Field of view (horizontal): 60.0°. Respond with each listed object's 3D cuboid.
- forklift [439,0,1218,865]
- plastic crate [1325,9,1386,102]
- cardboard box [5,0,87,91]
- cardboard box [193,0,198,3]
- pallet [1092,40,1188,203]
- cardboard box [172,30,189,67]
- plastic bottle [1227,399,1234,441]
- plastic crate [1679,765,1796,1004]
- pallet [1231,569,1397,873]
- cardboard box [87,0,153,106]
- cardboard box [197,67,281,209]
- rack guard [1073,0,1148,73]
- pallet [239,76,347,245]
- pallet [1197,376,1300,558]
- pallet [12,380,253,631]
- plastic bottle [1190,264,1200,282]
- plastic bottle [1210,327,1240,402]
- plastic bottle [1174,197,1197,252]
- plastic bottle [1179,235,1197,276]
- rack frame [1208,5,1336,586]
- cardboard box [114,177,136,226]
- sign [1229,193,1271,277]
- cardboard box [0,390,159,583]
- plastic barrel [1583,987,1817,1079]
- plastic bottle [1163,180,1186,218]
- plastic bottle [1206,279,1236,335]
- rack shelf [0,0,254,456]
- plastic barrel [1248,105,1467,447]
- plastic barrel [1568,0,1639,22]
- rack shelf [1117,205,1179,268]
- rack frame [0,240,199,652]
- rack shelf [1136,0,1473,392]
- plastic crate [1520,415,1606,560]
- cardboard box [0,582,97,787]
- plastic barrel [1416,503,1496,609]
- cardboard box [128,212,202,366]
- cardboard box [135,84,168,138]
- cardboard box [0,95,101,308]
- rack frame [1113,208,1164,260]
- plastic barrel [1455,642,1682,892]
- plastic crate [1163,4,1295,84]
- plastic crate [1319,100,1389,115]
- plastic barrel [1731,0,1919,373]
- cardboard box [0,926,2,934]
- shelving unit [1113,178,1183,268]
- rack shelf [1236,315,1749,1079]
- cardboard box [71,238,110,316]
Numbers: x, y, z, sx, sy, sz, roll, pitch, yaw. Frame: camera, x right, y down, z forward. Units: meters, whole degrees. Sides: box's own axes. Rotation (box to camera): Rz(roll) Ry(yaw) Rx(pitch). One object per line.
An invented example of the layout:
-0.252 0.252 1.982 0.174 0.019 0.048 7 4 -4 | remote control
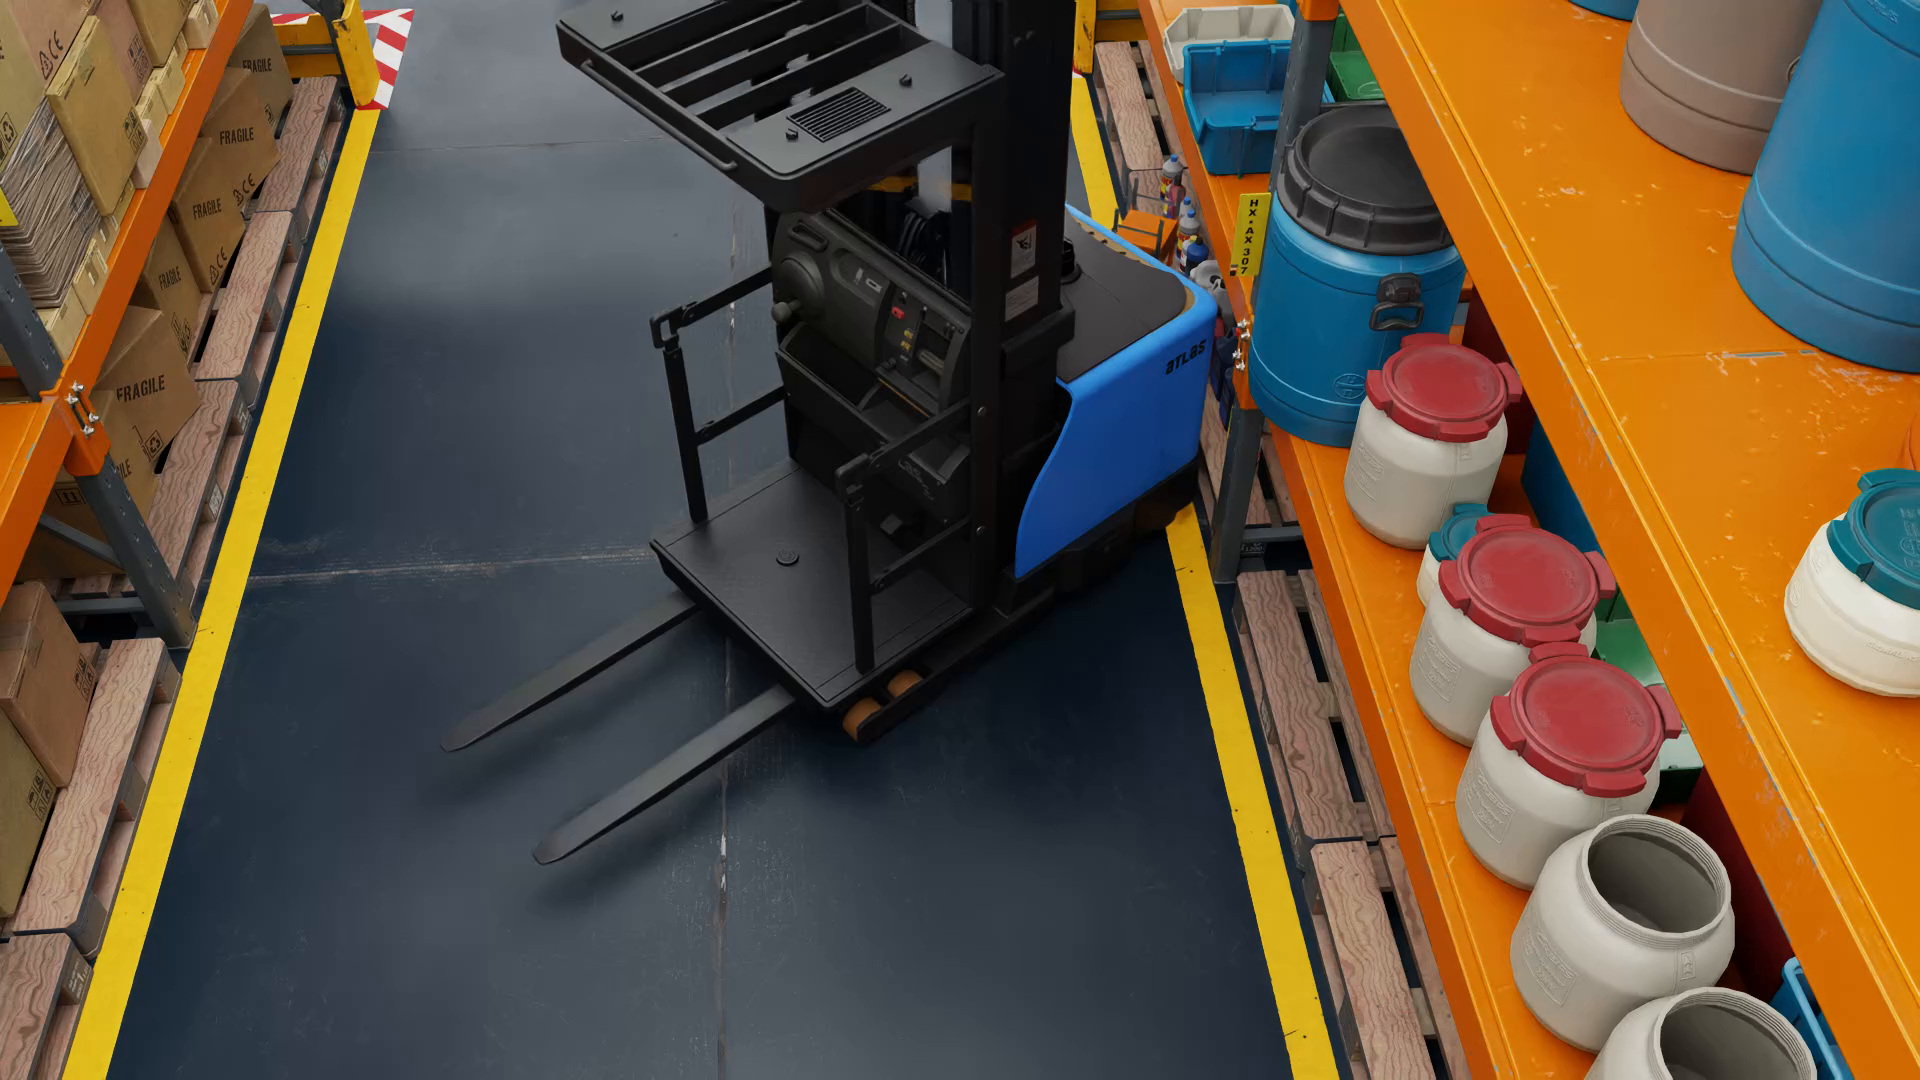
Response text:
-0.465 -0.705 5.399 3.031 2.935 1.130 -33 55 -27 | forklift
1.663 -1.852 6.584 0.450 0.188 0.662 -3 47 -3 | plastic crate
-3.268 -1.808 5.434 0.500 0.500 0.500 -3 47 -3 | cardboard box
-3.596 -2.537 6.813 0.875 0.500 0.500 -3 47 -3 | cardboard box
1.277 -2.220 8.707 1.003 0.211 1.213 -3 47 -3 | pallet
-3.363 -1.974 6.727 0.380 0.149 0.250 -3 47 -3 | cardboard box
1.127 -0.471 6.698 0.061 0.283 0.133 -1 47 -1 | plastic bottle
2.000 0.759 3.921 0.402 0.464 0.583 -3 47 -3 | plastic crate
1.600 0.599 6.037 1.003 0.211 1.213 -3 47 -3 | pallet
-3.565 -1.810 6.124 0.875 0.500 0.500 -3 47 -3 | cardboard box
-3.655 -1.920 7.935 0.500 0.500 0.500 8 47 7 | cardboard box
1.214 -2.908 9.160 1.175 0.500 0.348 -3 47 -3 | rack guard
-3.736 -1.915 8.418 1.003 0.211 1.213 -3 47 -3 | pallet
1.481 -0.455 7.035 1.003 0.211 1.213 -3 47 -3 | pallet
-3.531 -0.149 6.746 1.003 0.211 1.213 -3 47 -3 | pallet
1.065 -1.137 7.385 0.097 0.201 0.097 0 47 0 | plastic bottle
1.139 -0.753 6.919 0.144 0.351 0.185 -6 47 -5 | plastic bottle
1.031 -1.454 7.637 0.097 0.271 0.097 0 47 0 | plastic bottle
1.047 -1.286 7.526 0.097 0.201 0.097 0 47 0 | plastic bottle
1.496 -0.925 5.560 1.000 3.000 0.127 -3 47 -3 | rack frame
-3.245 -1.253 6.044 0.380 0.149 0.250 -3 47 -3 | cardboard box
0.947 -0.995 5.436 0.100 0.325 0.005 -3 47 -3 | sign
-3.433 -0.201 6.307 0.500 0.500 0.500 -5 47 -5 | cardboard box
1.532 1.199 3.472 0.421 0.512 0.421 0 47 0 | plastic barrel
1.011 -1.603 7.826 0.097 0.201 0.097 0 47 0 | plastic bottle
1.112 -0.987 7.140 0.144 0.351 0.185 -4 47 -4 | plastic bottle
-3.607 -1.824 6.907 1.077 0.370 4.000 -3 47 -3 | rack shelf
1.226 -0.800 5.096 0.600 0.901 0.708 -3 47 -3 | plastic barrel
1.755 -1.774 3.953 0.600 0.901 0.708 -3 47 -3 | plastic barrel
0.739 -1.166 6.745 0.215 0.259 0.240 17 46 15 | rack shelf
-3.440 -0.624 5.275 1.000 3.000 0.127 -3 47 -3 | rack frame
1.328 -2.125 7.192 1.077 0.370 4.000 -3 47 -3 | rack shelf
1.898 -0.141 4.828 0.392 0.384 0.575 -3 47 -3 | plastic crate
-3.410 0.529 5.601 0.700 0.500 0.500 -7 47 -6 | cardboard box
1.454 0.089 4.695 0.301 0.262 0.301 0 47 0 | plastic barrel
-3.619 -1.059 7.120 0.500 0.500 0.500 -7 47 -7 | cardboard box
-3.287 -1.615 6.386 0.380 0.149 0.250 -3 47 -3 | cardboard box
-3.416 -1.090 5.443 0.875 0.500 0.500 -3 47 -3 | cardboard box
0.684 -0.893 6.854 0.200 1.050 0.008 17 46 15 | rack frame
1.455 0.577 4.044 0.433 0.535 0.433 0 47 0 | plastic barrel
1.107 -1.994 6.754 0.530 0.136 0.437 -3 47 -3 | plastic crate
1.579 -1.291 5.949 0.767 0.338 0.504 -3 47 -3 | plastic crate
1.864 -0.828 3.057 0.600 0.901 0.708 -3 47 -3 | plastic barrel
-3.341 1.280 4.890 0.700 0.500 0.500 -7 47 -7 | cardboard box
0.730 -0.971 6.936 0.215 1.050 0.252 17 46 15 | shelving unit
1.663 0.769 4.451 1.077 0.370 4.000 -3 47 -3 | rack shelf
-3.166 -0.893 5.703 0.380 0.149 0.250 -3 47 -3 | cardboard box
